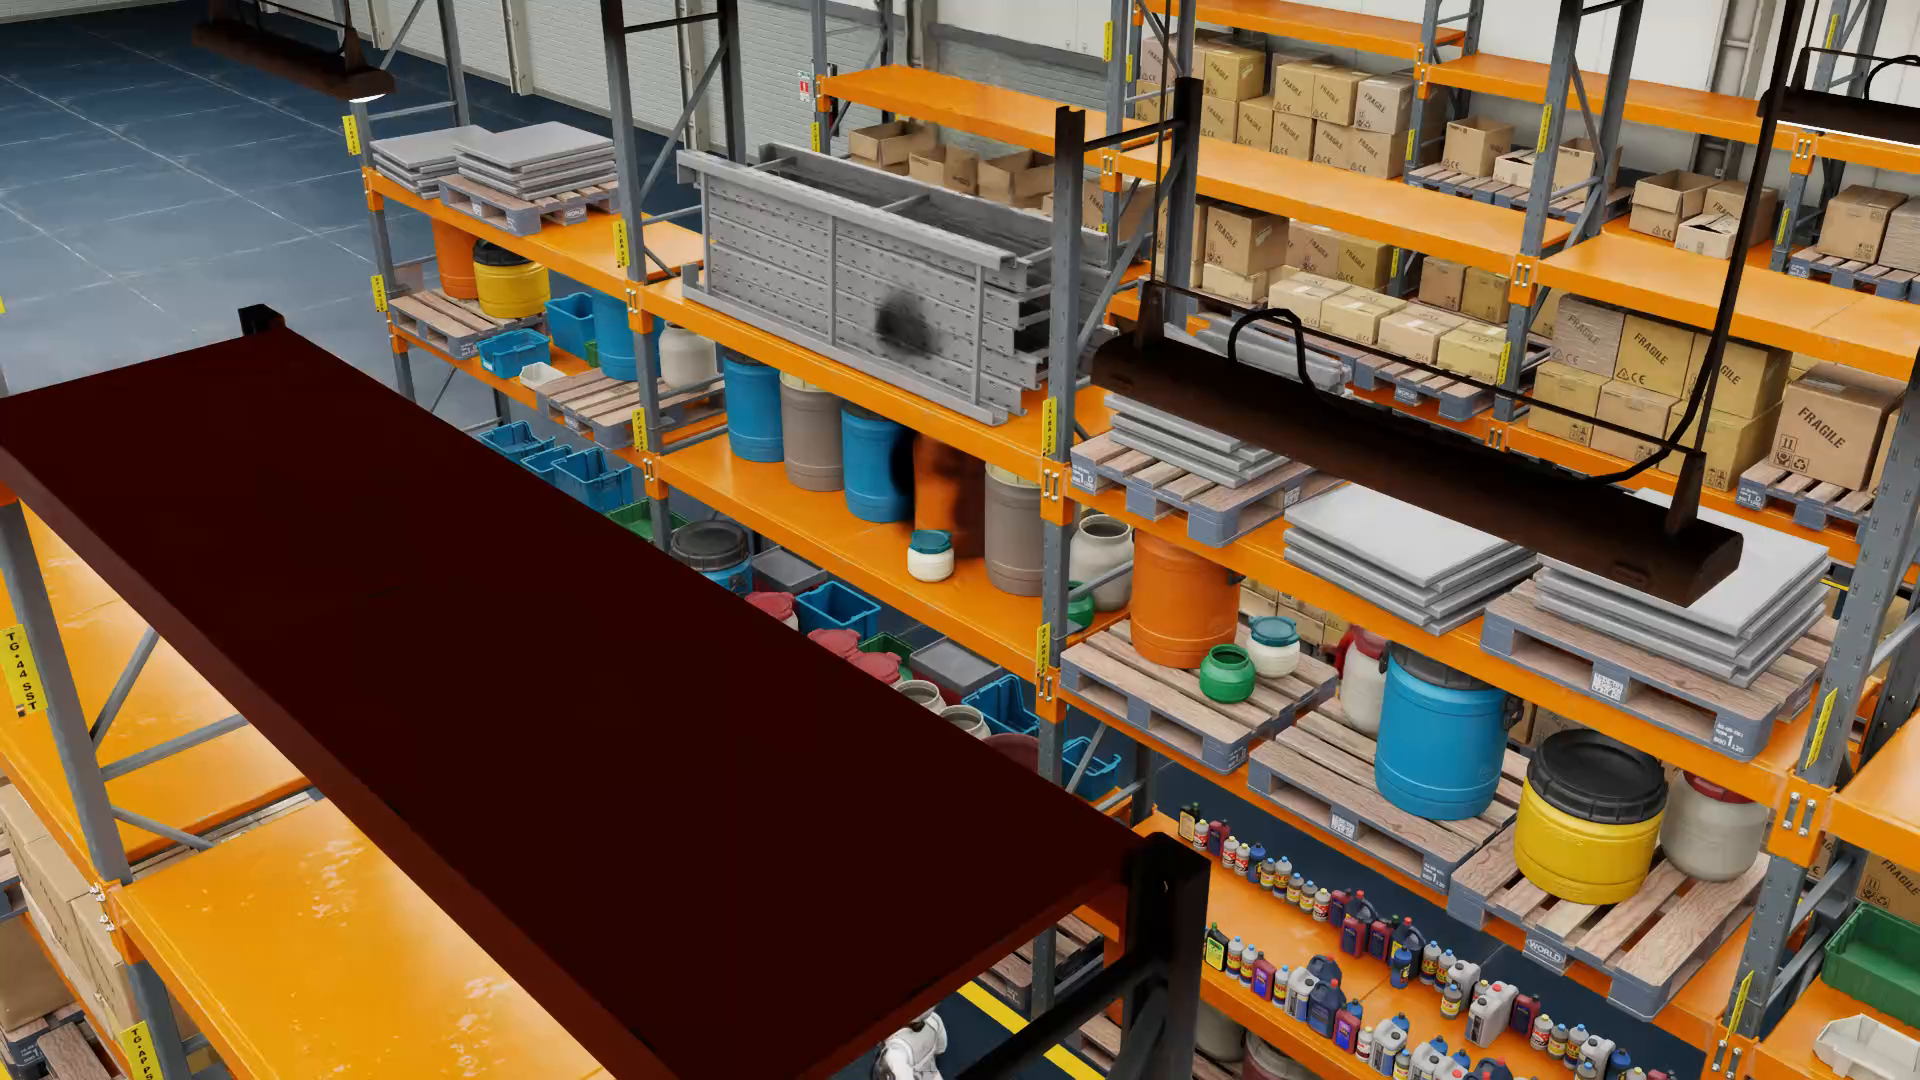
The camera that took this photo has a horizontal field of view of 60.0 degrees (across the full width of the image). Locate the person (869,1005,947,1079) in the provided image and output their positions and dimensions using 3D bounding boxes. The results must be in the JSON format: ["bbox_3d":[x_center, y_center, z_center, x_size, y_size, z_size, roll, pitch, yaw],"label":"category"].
[{"bbox_3d":[-0.251,3.085,8.935,0.717,1.736,0.599,22,35,35],"label":"person"}]

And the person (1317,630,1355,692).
[{"bbox_3d":[2.890,1.103,12.438,0.577,1.697,0.672,19,34,32],"label":"person"}]
